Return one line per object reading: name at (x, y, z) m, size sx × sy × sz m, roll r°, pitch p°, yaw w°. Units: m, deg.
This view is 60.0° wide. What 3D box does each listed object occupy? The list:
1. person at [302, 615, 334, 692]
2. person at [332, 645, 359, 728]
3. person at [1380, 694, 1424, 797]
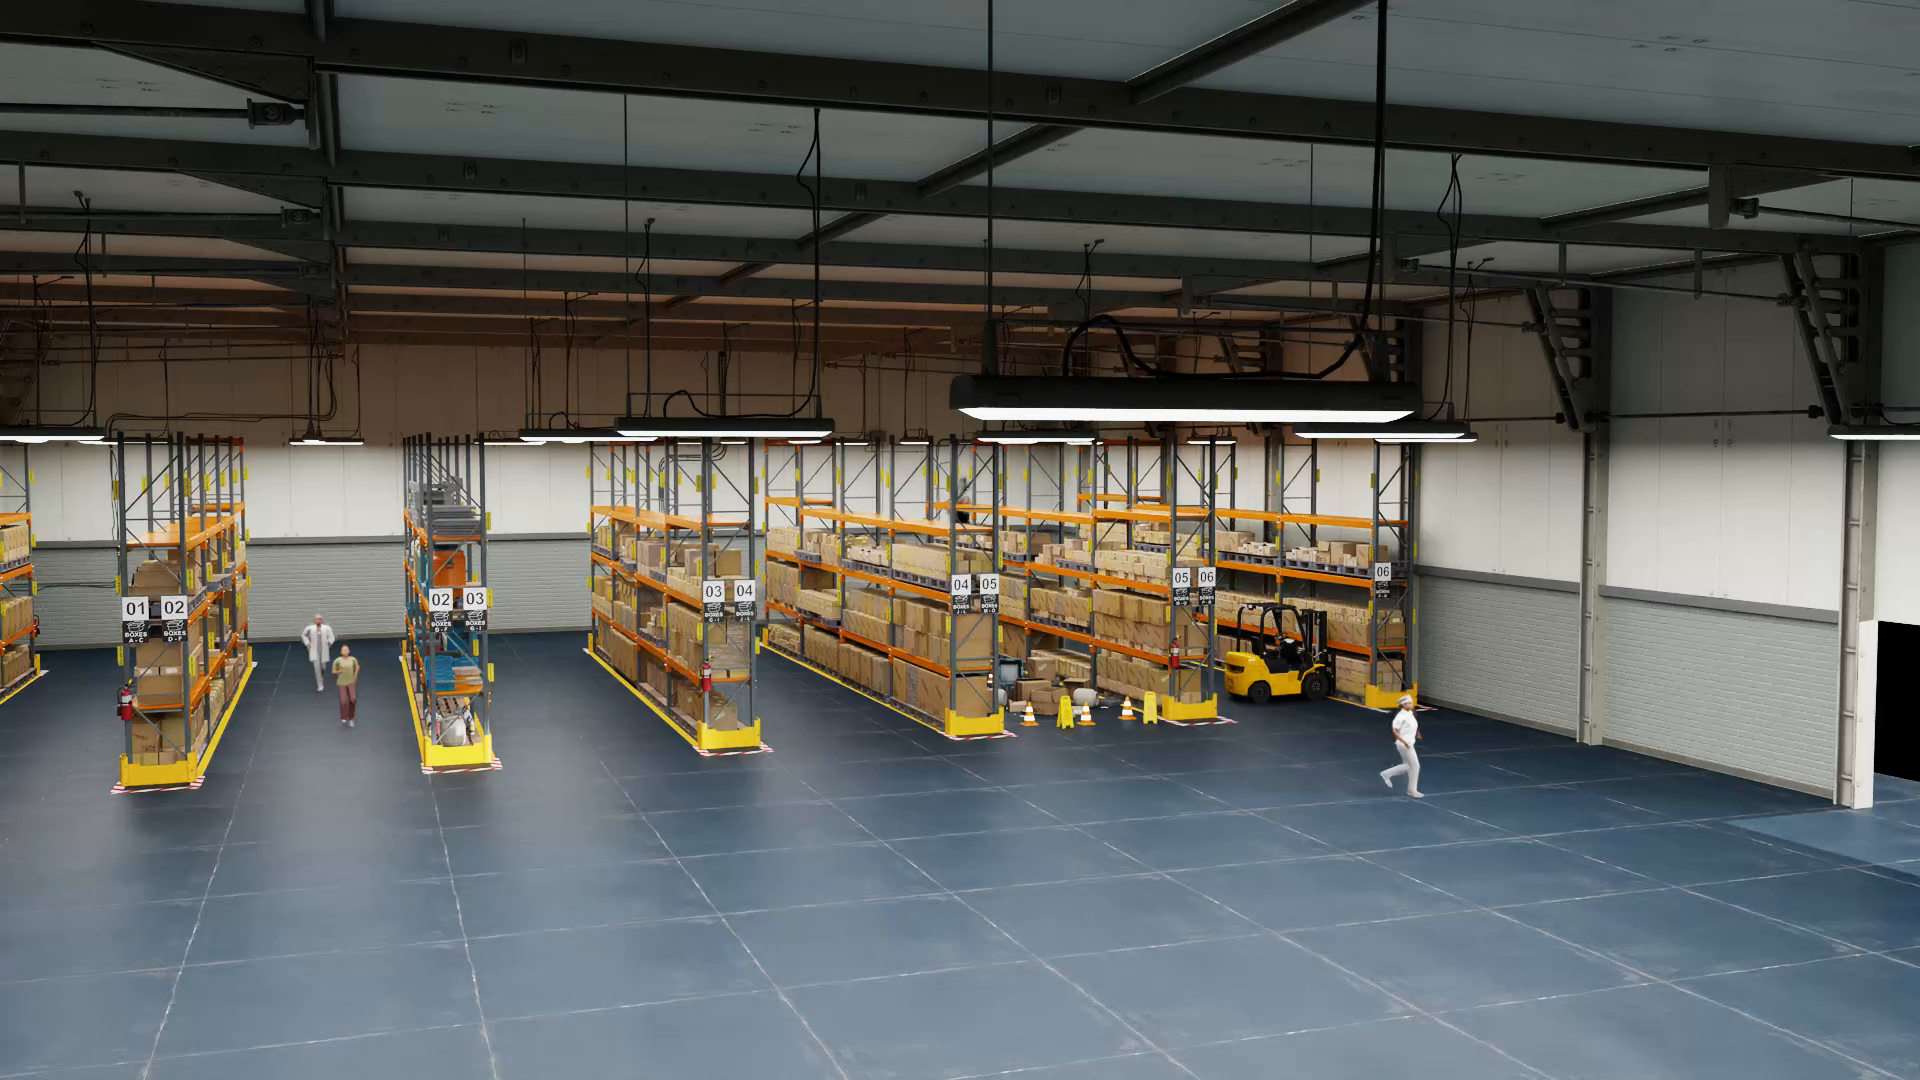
person at (-15.221, 2.662, 39.467) m, size 0.710 × 1.780 × 0.969 m, roll -2°, pitch 4°, yaw -27°
person at (-12.610, 2.997, 34.165) m, size 0.558 × 1.708 × 0.669 m, roll -2°, pitch 4°, yaw -28°
person at (7.298, 3.373, 27.423) m, size 0.726 × 1.696 × 0.576 m, roll 2°, pitch 4°, yaw 27°
